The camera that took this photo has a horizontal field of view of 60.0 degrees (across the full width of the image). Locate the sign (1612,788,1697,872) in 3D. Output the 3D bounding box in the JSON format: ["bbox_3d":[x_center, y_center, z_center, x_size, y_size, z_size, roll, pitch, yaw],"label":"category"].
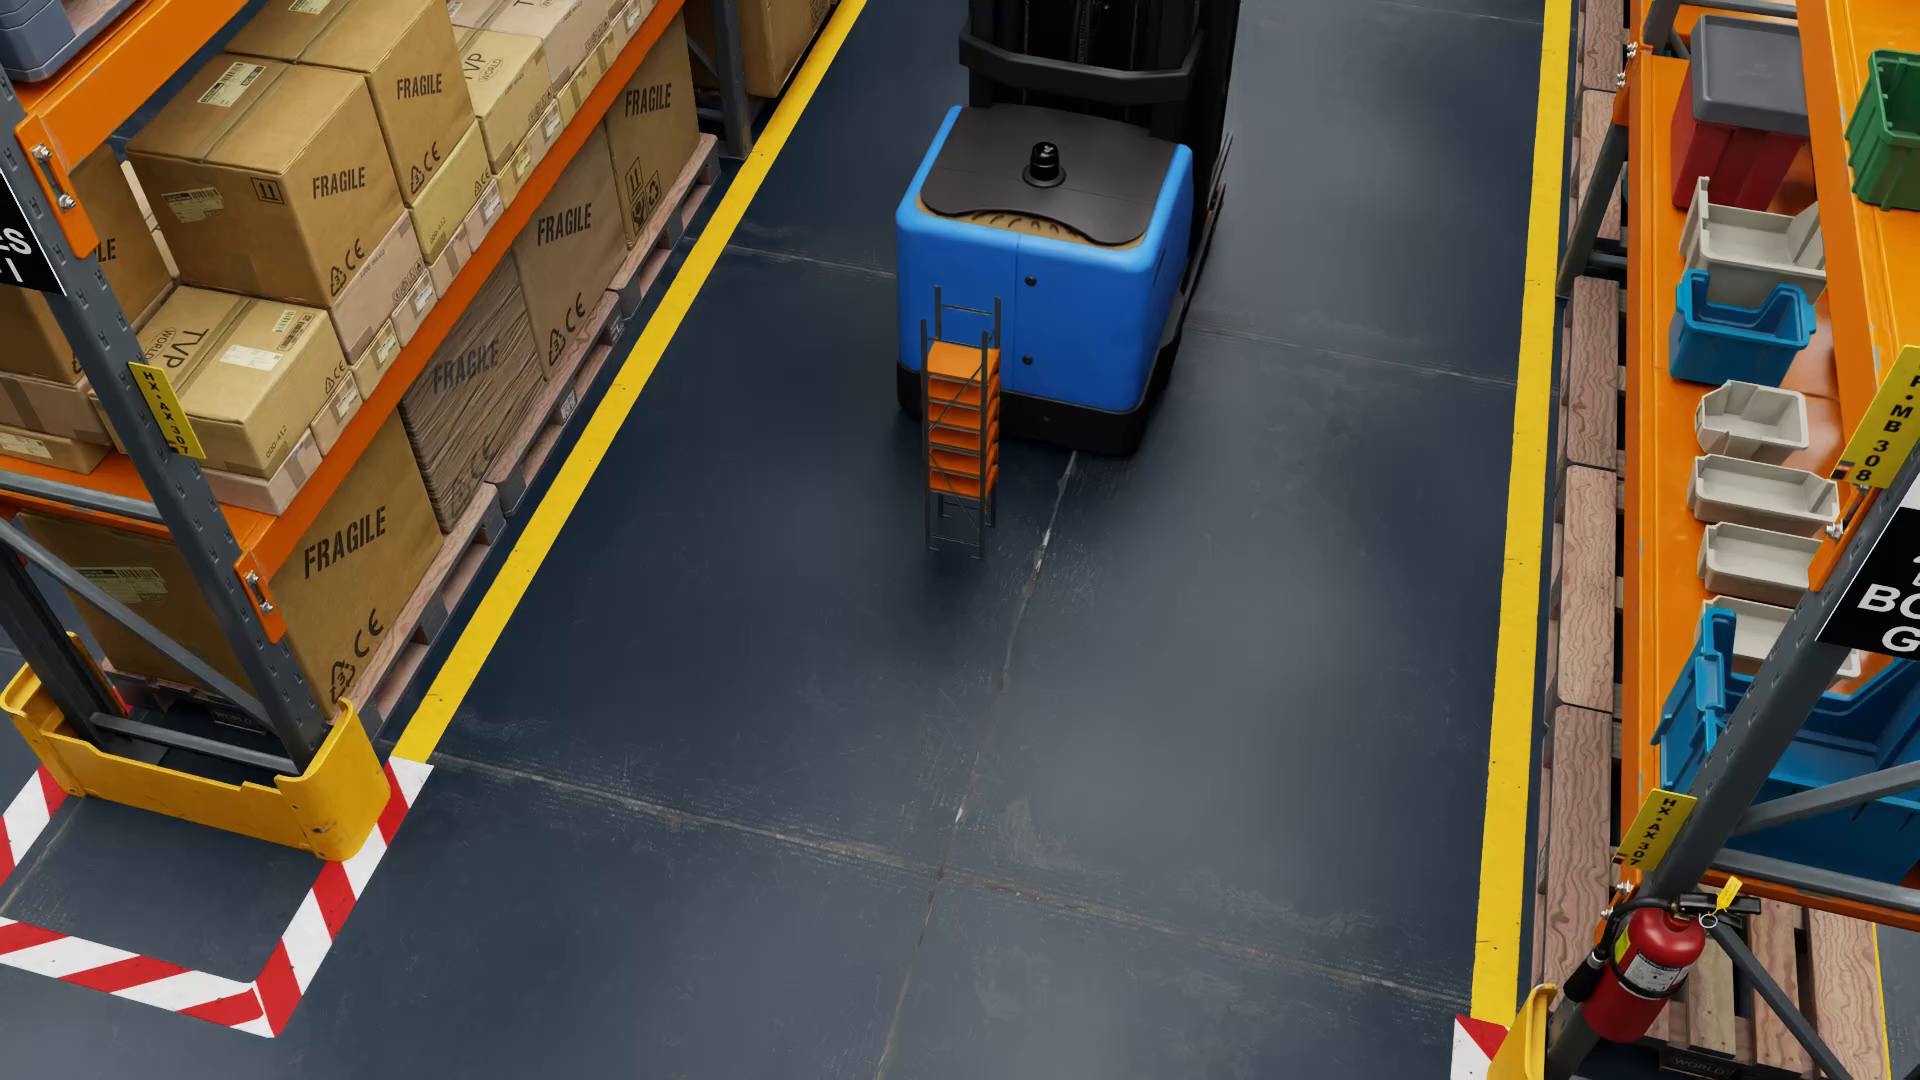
[{"bbox_3d":[1.646,0.692,3.949,0.100,0.325,0.005,12,50,10],"label":"sign"}]

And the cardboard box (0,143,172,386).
[{"bbox_3d":[-2.723,-0.836,4.808,0.500,0.500,0.500,12,50,10],"label":"cardboard box"}]

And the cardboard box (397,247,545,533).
[{"bbox_3d":[-2.267,-0.708,6.430,0.875,0.875,0.875,12,50,10],"label":"cardboard box"}]

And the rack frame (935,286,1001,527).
[{"bbox_3d":[0.028,-0.474,6.287,0.240,1.200,0.006,12,50,10],"label":"rack frame"}]

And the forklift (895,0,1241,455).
[{"bbox_3d":[0.645,-2.452,6.878,1.130,2.935,3.031,13,50,11],"label":"forklift"}]

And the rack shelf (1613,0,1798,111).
[{"bbox_3d":[3.760,-3.259,8.025,1.077,0.370,4.000,12,50,10],"label":"rack shelf"}]

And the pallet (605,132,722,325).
[{"bbox_3d":[-1.820,-1.571,7.914,1.003,0.211,1.213,12,50,10],"label":"pallet"}]

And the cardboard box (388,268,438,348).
[{"bbox_3d":[-1.985,-0.803,5.545,0.380,0.149,0.250,11,49,9],"label":"cardboard box"}]

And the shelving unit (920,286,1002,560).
[{"bbox_3d":[0.004,-0.407,6.228,0.258,1.200,0.189,12,50,10],"label":"shelving unit"}]

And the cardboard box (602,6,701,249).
[{"bbox_3d":[-1.796,-2.002,7.573,0.875,0.875,0.875,12,50,10],"label":"cardboard box"}]

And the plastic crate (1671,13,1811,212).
[{"bbox_3d":[2.757,-1.495,5.905,0.402,0.464,0.583,12,50,10],"label":"plastic crate"}]

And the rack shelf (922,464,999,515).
[{"bbox_3d":[0.004,-0.219,6.441,0.258,0.103,0.180,12,50,10],"label":"rack shelf"}]

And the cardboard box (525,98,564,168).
[{"bbox_3d":[-1.715,-1.546,6.200,0.380,0.149,0.250,12,50,11],"label":"cardboard box"}]

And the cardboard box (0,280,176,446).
[{"bbox_3d":[-2.726,-0.587,5.088,0.500,0.250,0.500,11,49,9],"label":"cardboard box"}]

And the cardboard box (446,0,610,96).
[{"bbox_3d":[-1.676,-1.962,6.301,0.500,0.250,0.500,12,50,11],"label":"cardboard box"}]

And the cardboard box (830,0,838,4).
[{"bbox_3d":[-1.161,-3.577,8.963,1.225,0.875,0.875,10,49,9],"label":"cardboard box"}]

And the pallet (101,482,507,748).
[{"bbox_3d":[-2.463,0.194,6.357,1.003,0.211,1.213,12,50,10],"label":"pallet"}]

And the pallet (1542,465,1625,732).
[{"bbox_3d":[2.758,0.297,6.266,1.003,0.211,1.213,12,50,10],"label":"pallet"}]

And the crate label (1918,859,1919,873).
[{"bbox_3d":[2.563,0.764,4.065,0.416,0.233,0.303,12,50,10],"label":"crate label"}]

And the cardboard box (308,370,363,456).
[{"bbox_3d":[-2.120,-0.429,5.215,0.380,0.149,0.250,11,49,9],"label":"cardboard box"}]

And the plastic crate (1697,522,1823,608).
[{"bbox_3d":[2.311,0.078,4.736,0.396,0.136,0.243,12,50,10],"label":"plastic crate"}]

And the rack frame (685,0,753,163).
[{"bbox_3d":[-1.545,-3.028,7.341,1.000,3.000,0.127,12,50,10],"label":"rack frame"}]

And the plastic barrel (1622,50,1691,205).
[{"bbox_3d":[3.393,-1.885,7.452,0.600,0.901,0.708,12,50,10],"label":"plastic barrel"}]

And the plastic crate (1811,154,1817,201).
[{"bbox_3d":[3.198,-1.117,5.797,0.437,0.125,0.590,12,50,10],"label":"plastic crate"}]

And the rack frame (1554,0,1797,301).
[{"bbox_3d":[3.234,-2.051,6.478,1.000,3.000,0.127,12,50,10],"label":"rack frame"}]

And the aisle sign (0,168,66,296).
[{"bbox_3d":[-2.327,-0.884,3.714,0.394,0.787,0.004,12,50,10],"label":"aisle sign"}]

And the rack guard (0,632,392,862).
[{"bbox_3d":[-2.604,0.710,5.709,1.175,0.500,0.348,12,50,10],"label":"rack guard"}]

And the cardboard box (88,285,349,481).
[{"bbox_3d":[-2.211,-0.478,4.991,0.500,0.250,0.500,10,49,9],"label":"cardboard box"}]

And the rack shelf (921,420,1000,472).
[{"bbox_3d":[0.004,-0.378,6.262,0.258,0.103,0.180,12,50,10],"label":"rack shelf"}]

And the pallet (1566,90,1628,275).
[{"bbox_3d":[3.477,-1.678,8.009,1.003,0.211,1.213,12,50,10],"label":"pallet"}]

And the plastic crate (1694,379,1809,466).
[{"bbox_3d":[2.421,-0.346,5.110,0.298,0.136,0.250,12,50,10],"label":"plastic crate"}]

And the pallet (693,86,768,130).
[{"bbox_3d":[-1.414,-2.678,8.892,1.003,0.211,1.213,12,50,10],"label":"pallet"}]

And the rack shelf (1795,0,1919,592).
[{"bbox_3d":[2.707,-1.359,4.346,1.077,0.370,4.000,12,50,10],"label":"rack shelf"}]

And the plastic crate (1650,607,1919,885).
[{"bbox_3d":[2.089,0.532,4.135,0.616,0.435,0.499,12,50,10],"label":"plastic crate"}]

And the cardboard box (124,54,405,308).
[{"bbox_3d":[-2.079,-1.087,5.029,0.500,0.500,0.500,10,49,9],"label":"cardboard box"}]

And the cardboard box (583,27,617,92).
[{"bbox_3d":[-1.579,-1.915,6.526,0.380,0.149,0.250,12,50,11],"label":"cardboard box"}]

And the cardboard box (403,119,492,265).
[{"bbox_3d":[-1.945,-1.218,5.644,0.500,0.250,0.500,10,49,9],"label":"cardboard box"}]

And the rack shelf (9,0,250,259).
[{"bbox_3d":[-2.071,-2.336,5.209,1.077,0.370,4.000,12,50,10],"label":"rack shelf"}]

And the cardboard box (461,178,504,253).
[{"bbox_3d":[-1.850,-1.174,5.872,0.380,0.149,0.250,11,50,10],"label":"cardboard box"}]

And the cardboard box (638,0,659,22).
[{"bbox_3d":[-1.444,-2.288,6.855,0.380,0.149,0.250,11,49,9],"label":"cardboard box"}]

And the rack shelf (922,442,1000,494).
[{"bbox_3d":[0.004,-0.299,6.352,0.258,0.103,0.180,12,50,10],"label":"rack shelf"}]
